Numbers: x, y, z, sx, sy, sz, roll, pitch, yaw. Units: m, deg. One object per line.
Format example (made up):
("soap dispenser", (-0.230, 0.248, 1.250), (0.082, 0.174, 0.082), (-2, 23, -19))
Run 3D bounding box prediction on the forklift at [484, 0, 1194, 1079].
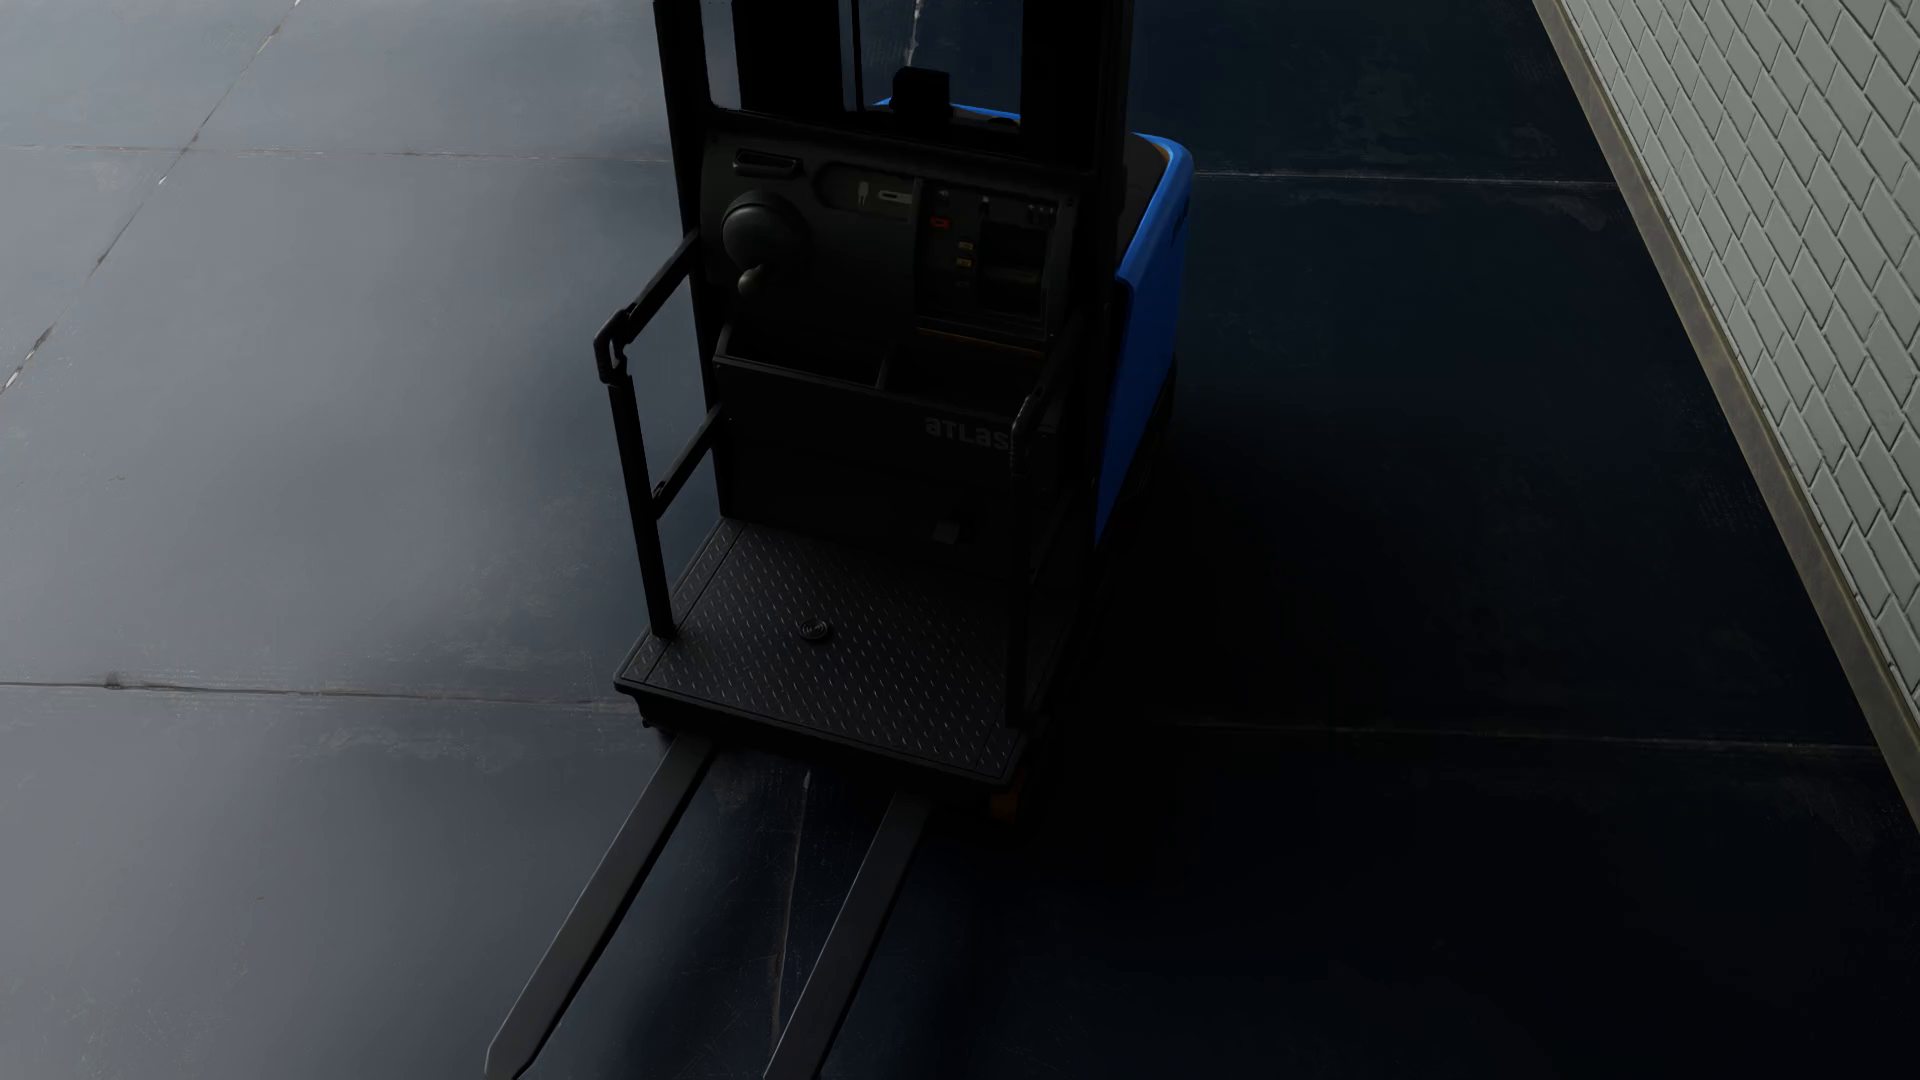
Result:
("forklift", (-0.245, -0.631, 3.778), (1.130, 2.935, 3.031), (13, 45, 14))
